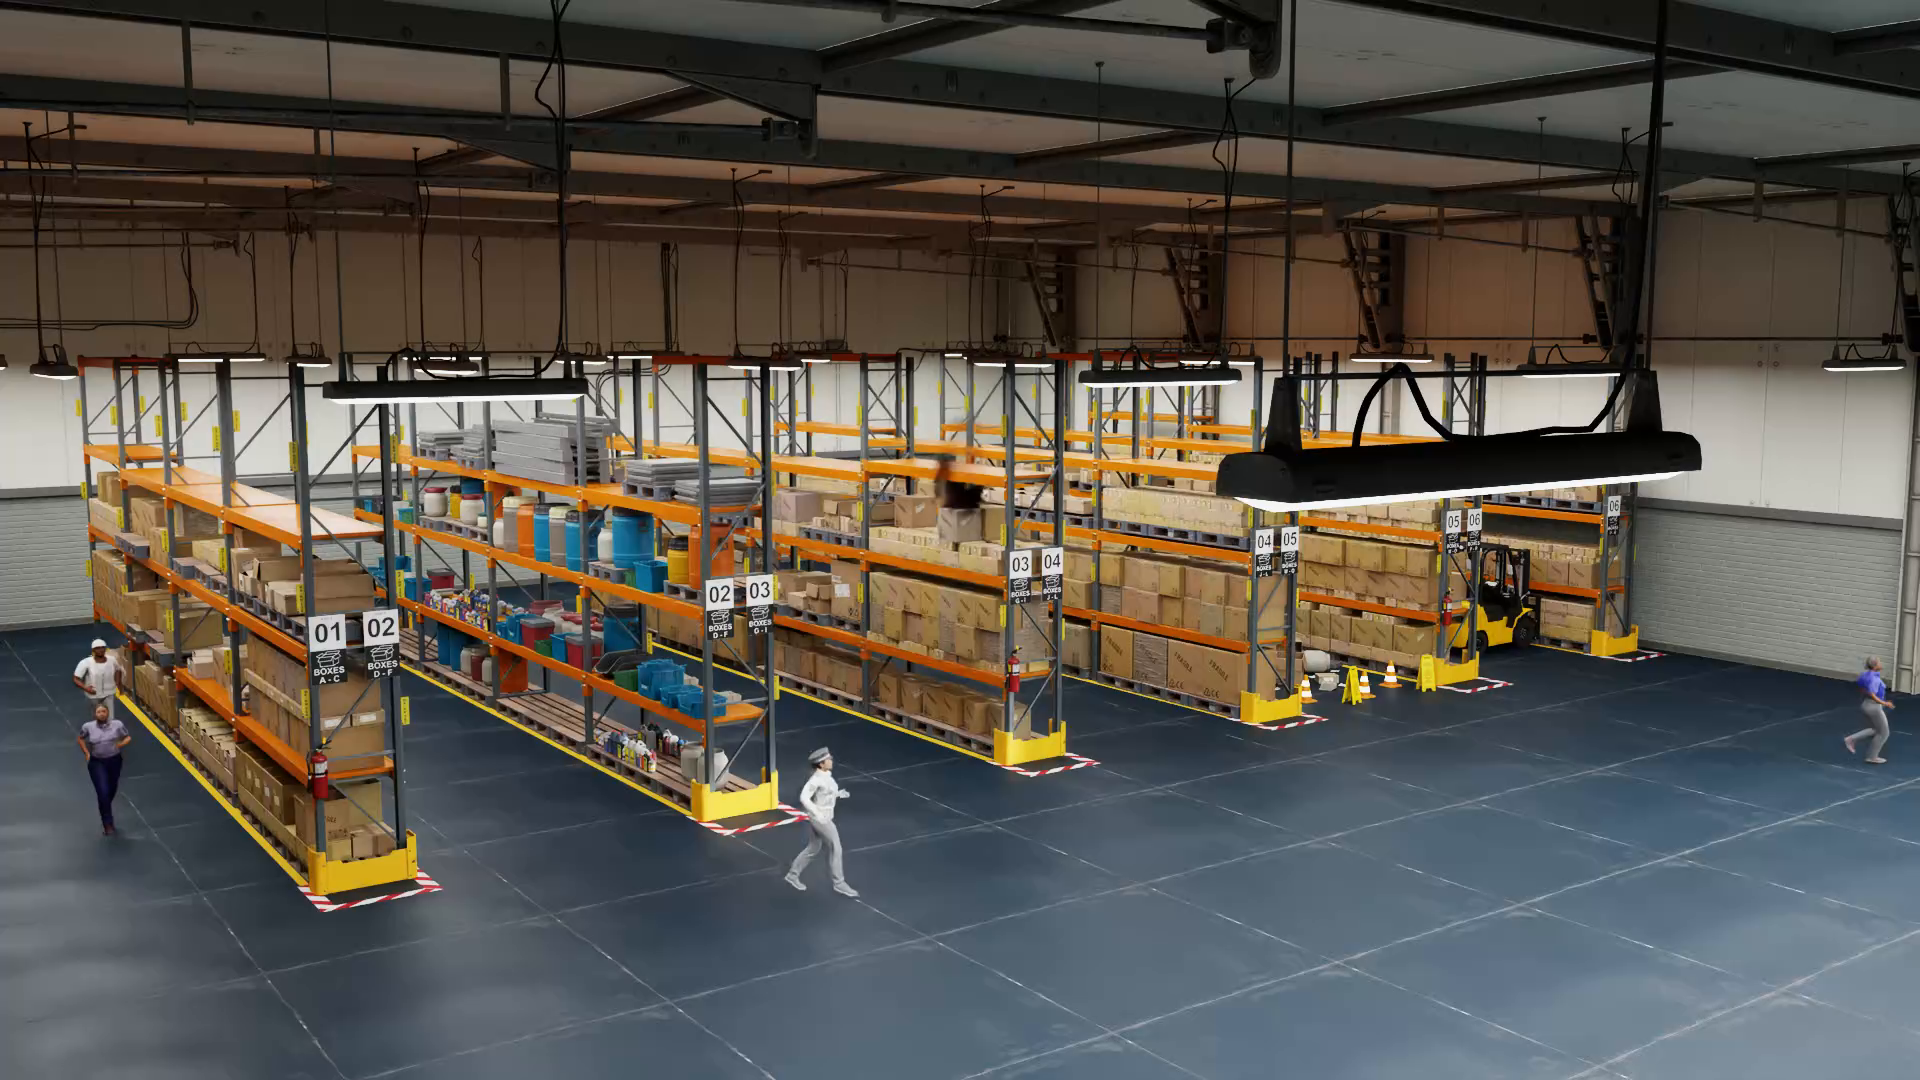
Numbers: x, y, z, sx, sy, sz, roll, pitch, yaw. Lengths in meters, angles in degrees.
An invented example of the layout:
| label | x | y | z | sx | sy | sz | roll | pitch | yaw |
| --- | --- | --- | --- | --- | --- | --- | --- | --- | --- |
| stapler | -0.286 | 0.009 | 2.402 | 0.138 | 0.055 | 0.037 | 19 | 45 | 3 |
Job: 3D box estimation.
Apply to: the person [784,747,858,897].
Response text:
| label | x | y | z | sx | sy | sz | roll | pitch | yaw |
| --- | --- | --- | --- | --- | --- | --- | --- | --- | --- |
| person | -1.574 | 3.180 | 18.852 | 0.817 | 1.718 | 0.599 | -1 | 7 | -6 |

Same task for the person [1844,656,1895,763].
| label | x | y | z | sx | sy | sz | roll | pitch | yaw |
| --- | --- | --- | --- | --- | --- | --- | --- | --- | --- |
| person | 13.589 | 2.529 | 24.837 | 0.587 | 1.602 | 0.574 | 1 | 7 | 10 |

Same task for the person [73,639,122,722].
| label | x | y | z | sx | sy | sz | roll | pitch | yaw |
| --- | --- | --- | --- | --- | --- | --- | --- | --- | --- |
| person | -13.176 | 2.385 | 25.478 | 0.703 | 1.758 | 0.853 | -6 | 9 | -39 |

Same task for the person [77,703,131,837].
| label | x | y | z | sx | sy | sz | roll | pitch | yaw |
| --- | --- | --- | --- | --- | --- | --- | --- | --- | --- |
| person | -11.026 | 2.921 | 21.494 | 0.587 | 1.683 | 0.866 | -6 | 9 | -40 |
